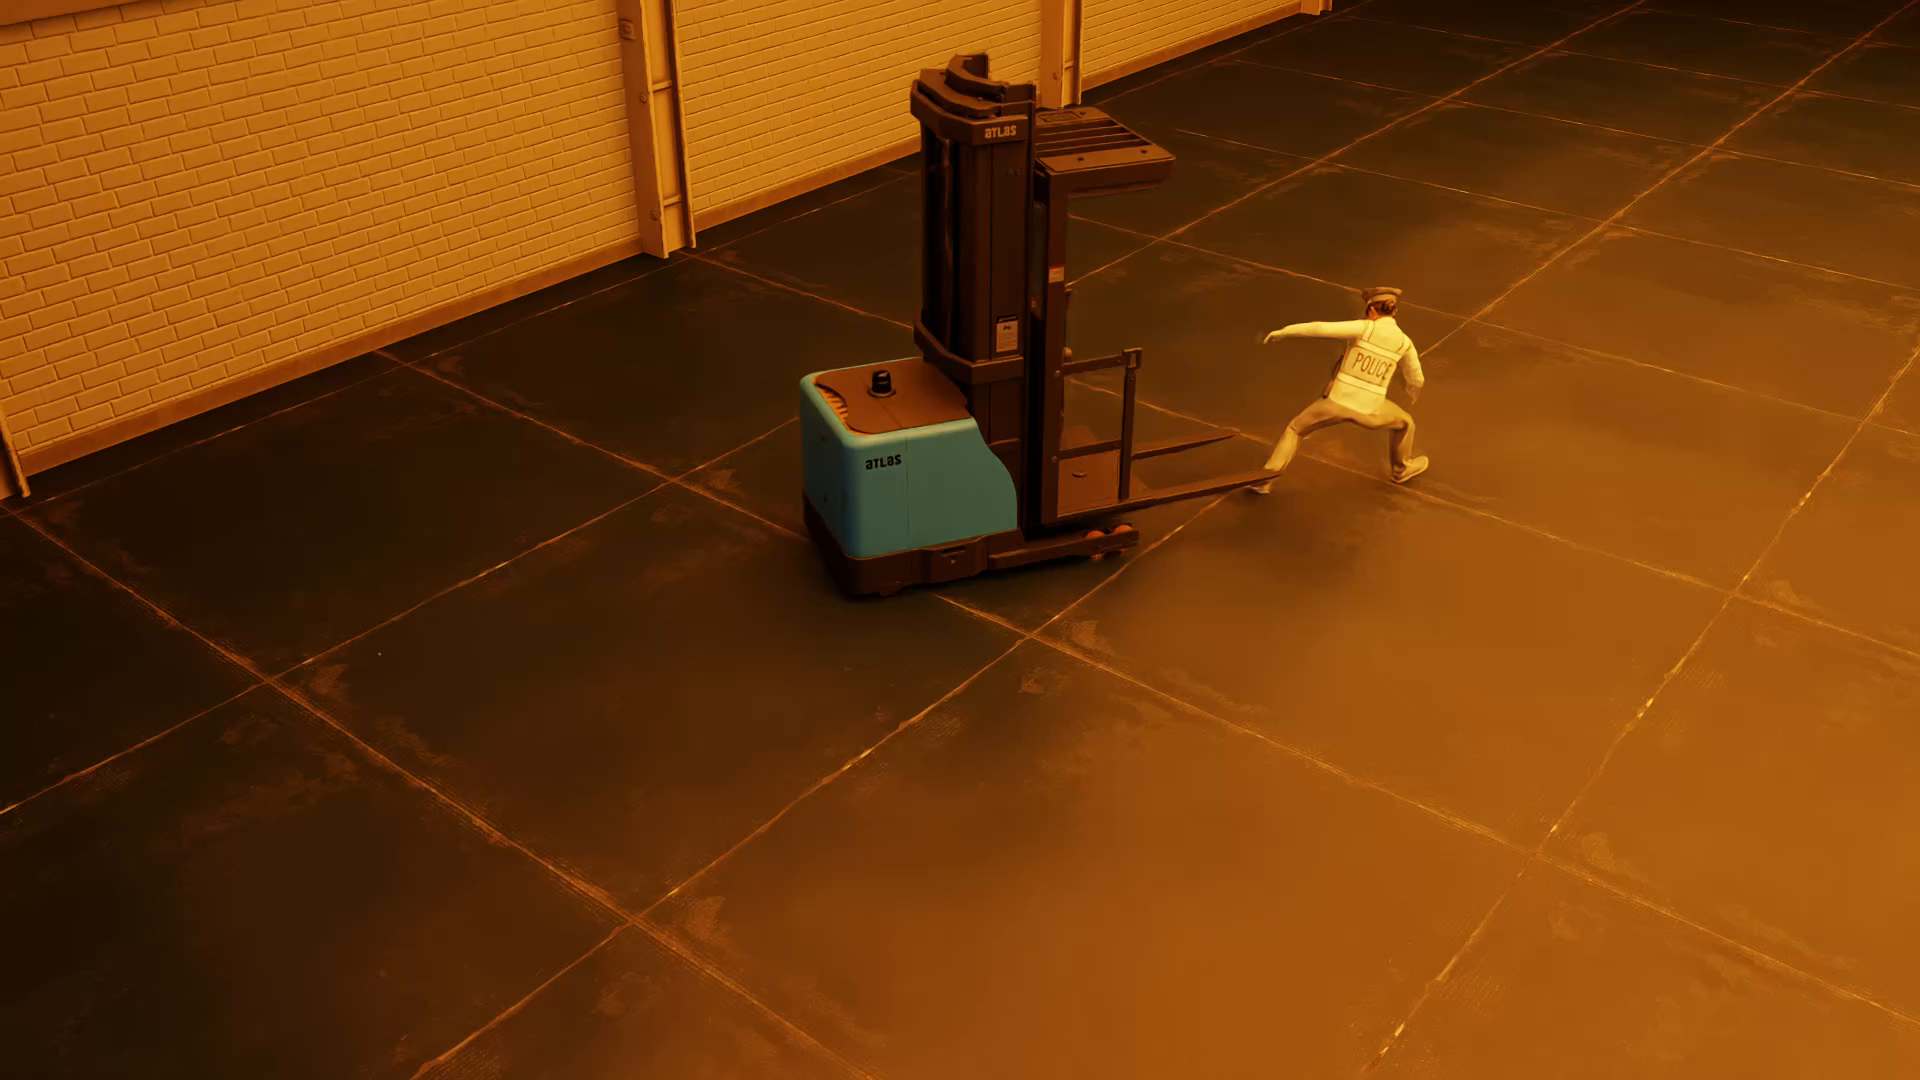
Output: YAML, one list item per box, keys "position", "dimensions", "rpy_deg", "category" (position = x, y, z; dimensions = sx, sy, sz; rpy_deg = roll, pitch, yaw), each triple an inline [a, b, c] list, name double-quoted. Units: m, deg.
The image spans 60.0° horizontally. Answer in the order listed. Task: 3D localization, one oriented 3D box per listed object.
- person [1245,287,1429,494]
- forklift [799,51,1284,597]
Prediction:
- position: [2.508, -0.944, 10.743]
  dimensions: [1.200, 1.397, 0.716]
  rpy_deg: [6, 31, 10]
  category: "person"
- position: [0.578, -1.390, 9.973]
  dimensions: [3.031, 2.935, 1.130]
  rpy_deg: [-11, 32, -18]
  category: "forklift"
